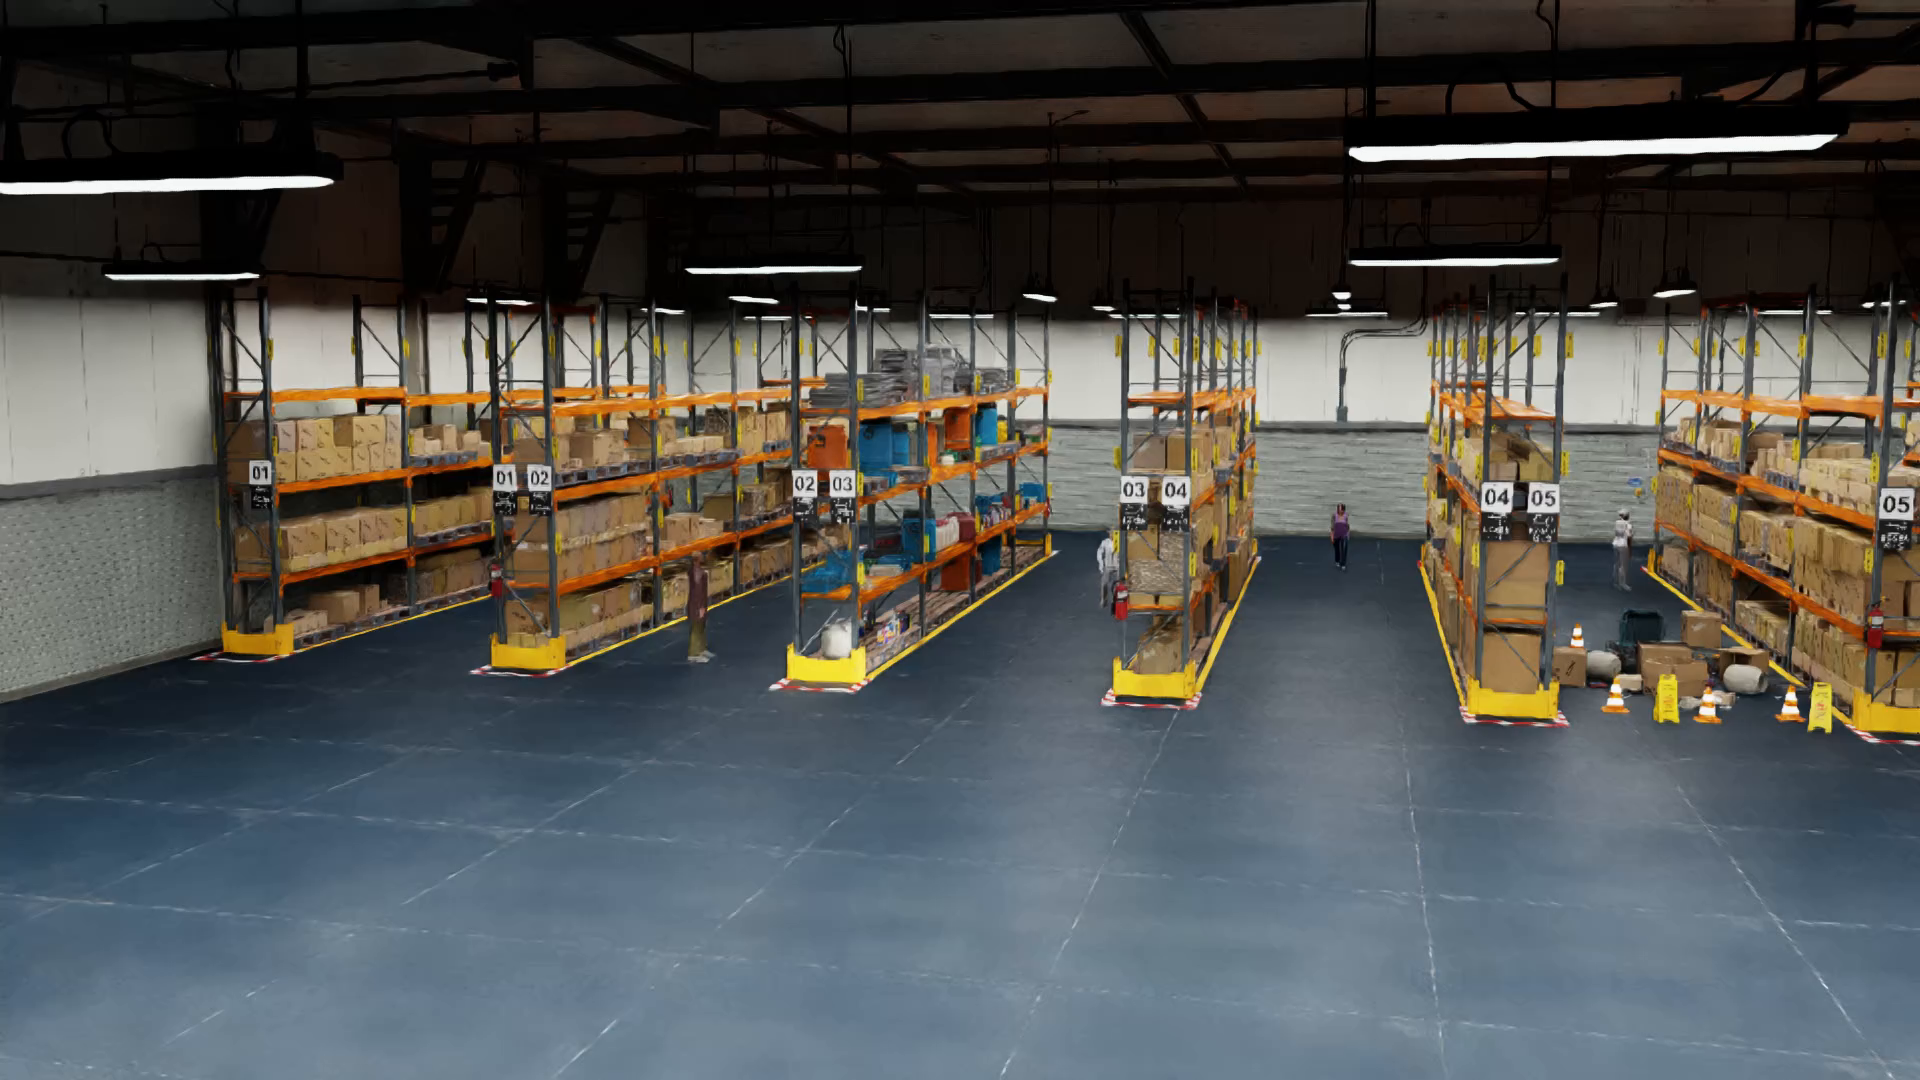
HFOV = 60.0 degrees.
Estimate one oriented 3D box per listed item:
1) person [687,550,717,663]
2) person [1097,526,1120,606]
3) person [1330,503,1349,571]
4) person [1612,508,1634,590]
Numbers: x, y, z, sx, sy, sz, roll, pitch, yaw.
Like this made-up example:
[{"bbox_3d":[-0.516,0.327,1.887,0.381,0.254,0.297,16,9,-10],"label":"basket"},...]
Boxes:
[{"bbox_3d":[-4.154,1.045,26.668,0.514,1.781,0.638,-2,7,-16],"label":"person"},{"bbox_3d":[2.959,0.510,32.163,0.639,1.632,0.512,1,7,11],"label":"person"},{"bbox_3d":[8.616,-0.097,37.739,0.417,1.517,1.037,2,7,16],"label":"person"},{"bbox_3d":[13.857,0.178,34.703,0.416,1.679,0.507,-2,7,-17],"label":"person"}]
